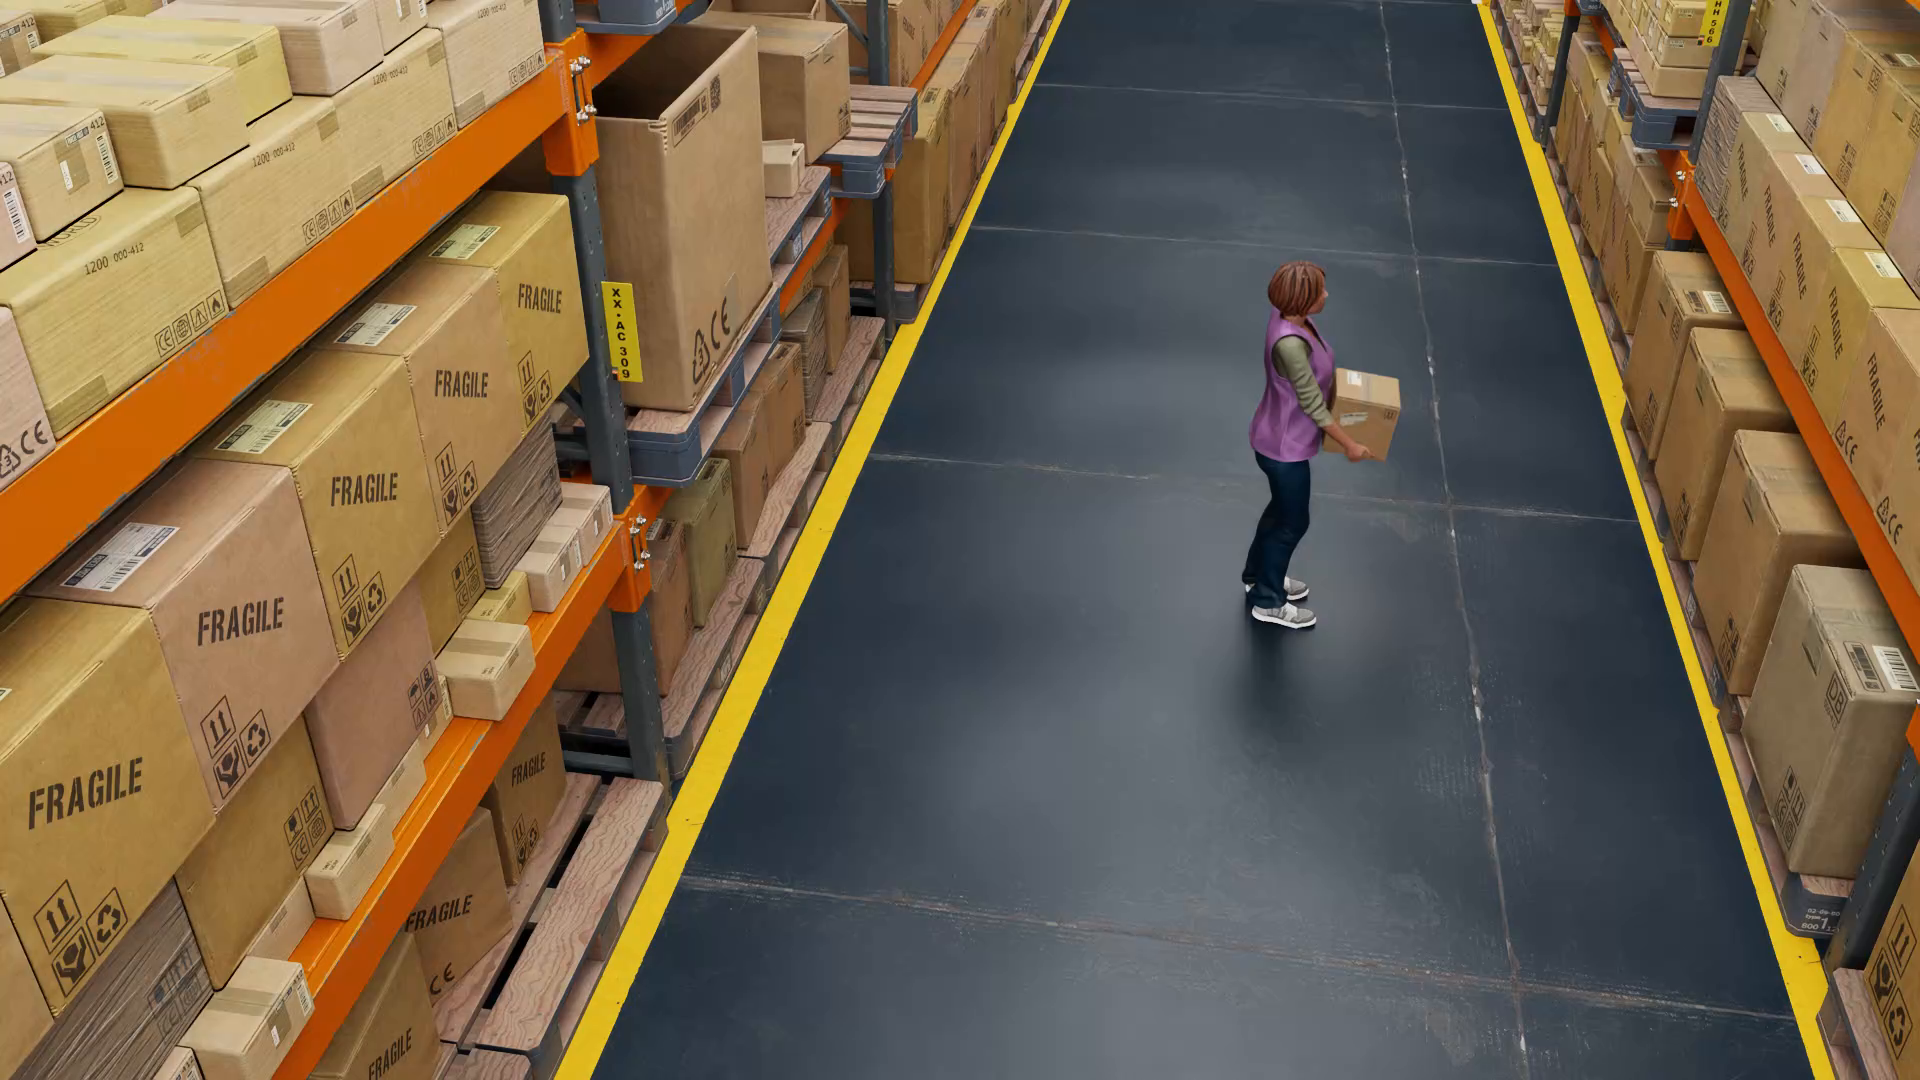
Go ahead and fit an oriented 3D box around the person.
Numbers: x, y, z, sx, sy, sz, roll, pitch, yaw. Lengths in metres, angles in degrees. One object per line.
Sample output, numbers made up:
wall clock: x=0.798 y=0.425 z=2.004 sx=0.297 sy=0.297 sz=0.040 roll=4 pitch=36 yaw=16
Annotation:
person: x=1.415 y=-0.375 z=6.733 sx=0.490 sy=1.596 sz=0.404 roll=6 pitch=33 yaw=9
